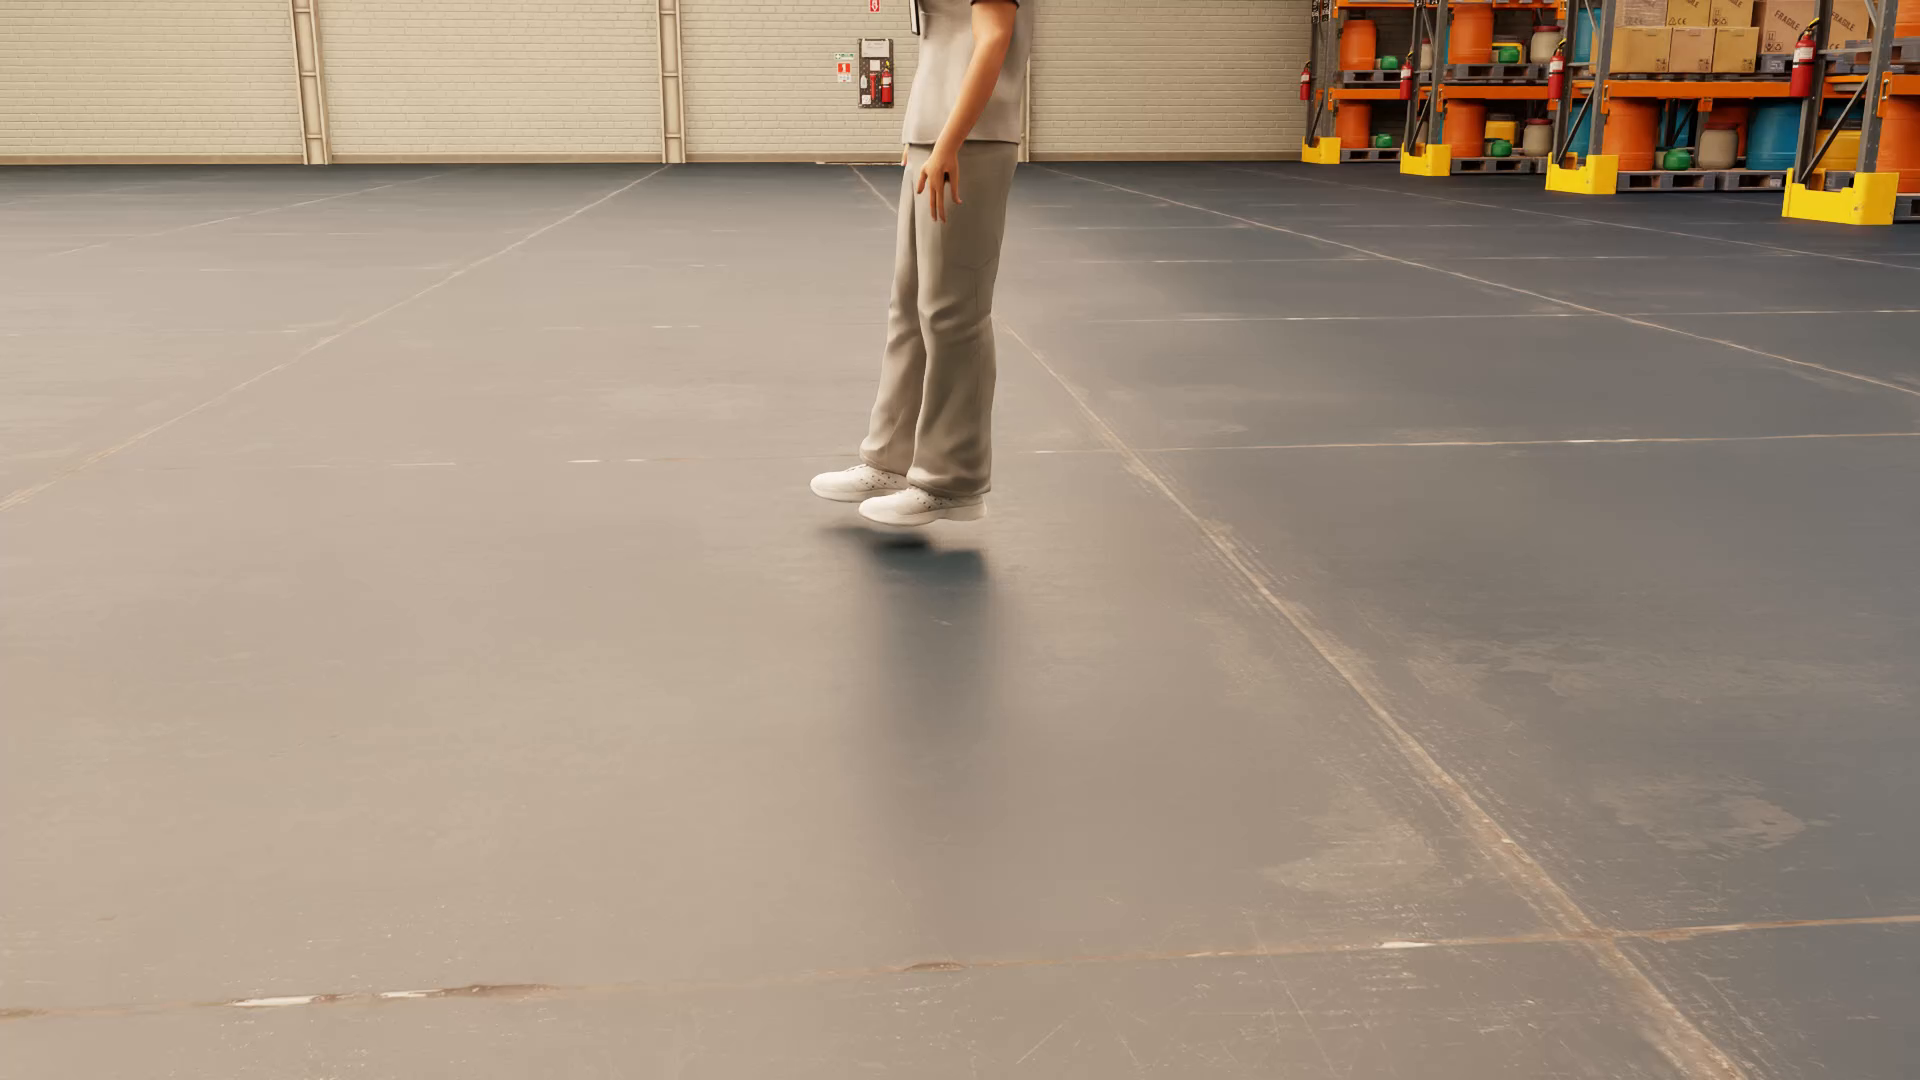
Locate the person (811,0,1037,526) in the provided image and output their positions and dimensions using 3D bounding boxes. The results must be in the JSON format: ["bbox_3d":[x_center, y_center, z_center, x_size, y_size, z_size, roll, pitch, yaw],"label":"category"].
[{"bbox_3d":[-0.075,-0.858,3.717,0.547,1.672,0.549,-1,15,-5],"label":"person"}]
